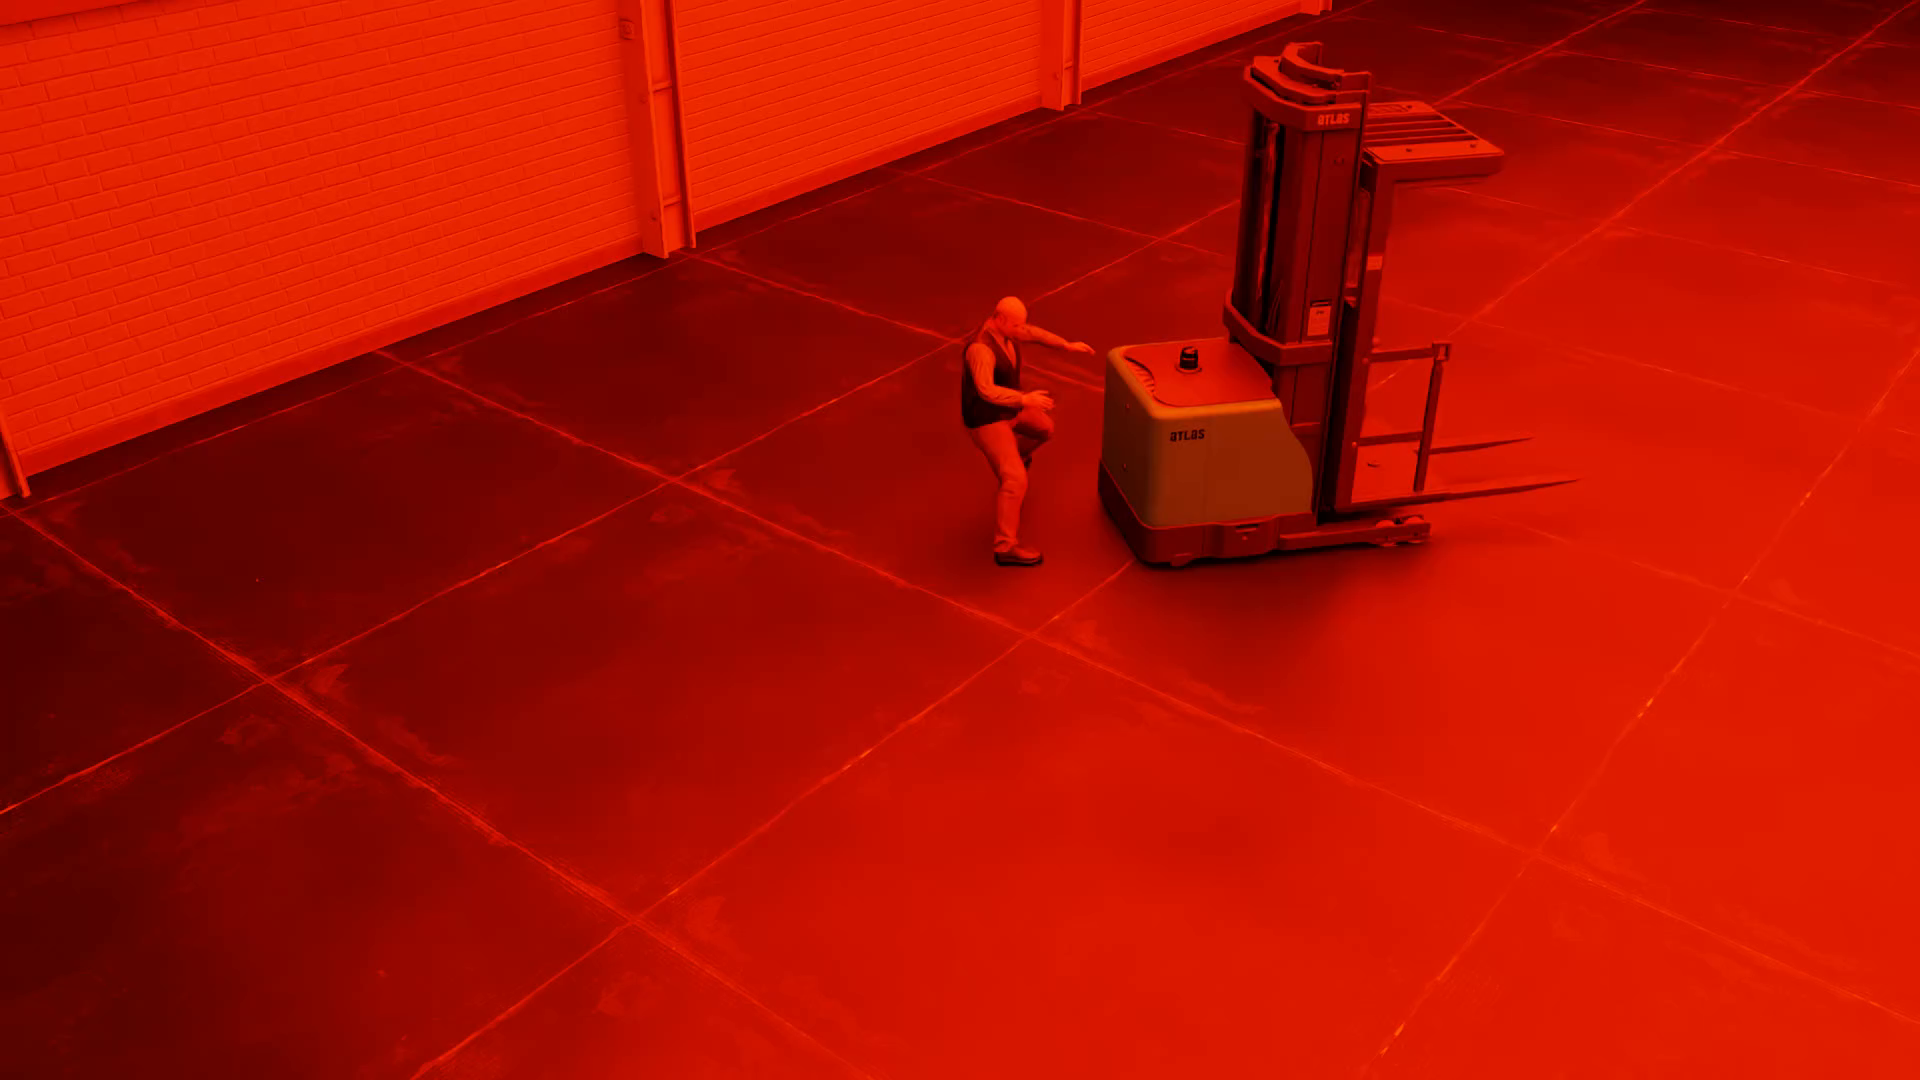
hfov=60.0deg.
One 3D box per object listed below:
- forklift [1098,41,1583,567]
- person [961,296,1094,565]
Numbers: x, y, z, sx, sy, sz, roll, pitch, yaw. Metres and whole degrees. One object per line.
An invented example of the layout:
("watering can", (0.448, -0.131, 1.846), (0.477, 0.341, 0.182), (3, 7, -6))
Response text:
("forklift", (2.476, -1.475, 10.119), (3.031, 2.935, 1.130), (-6, 31, -11))
("person", (0.389, -0.824, 10.415), (0.725, 1.504, 1.291), (13, 33, 21))
